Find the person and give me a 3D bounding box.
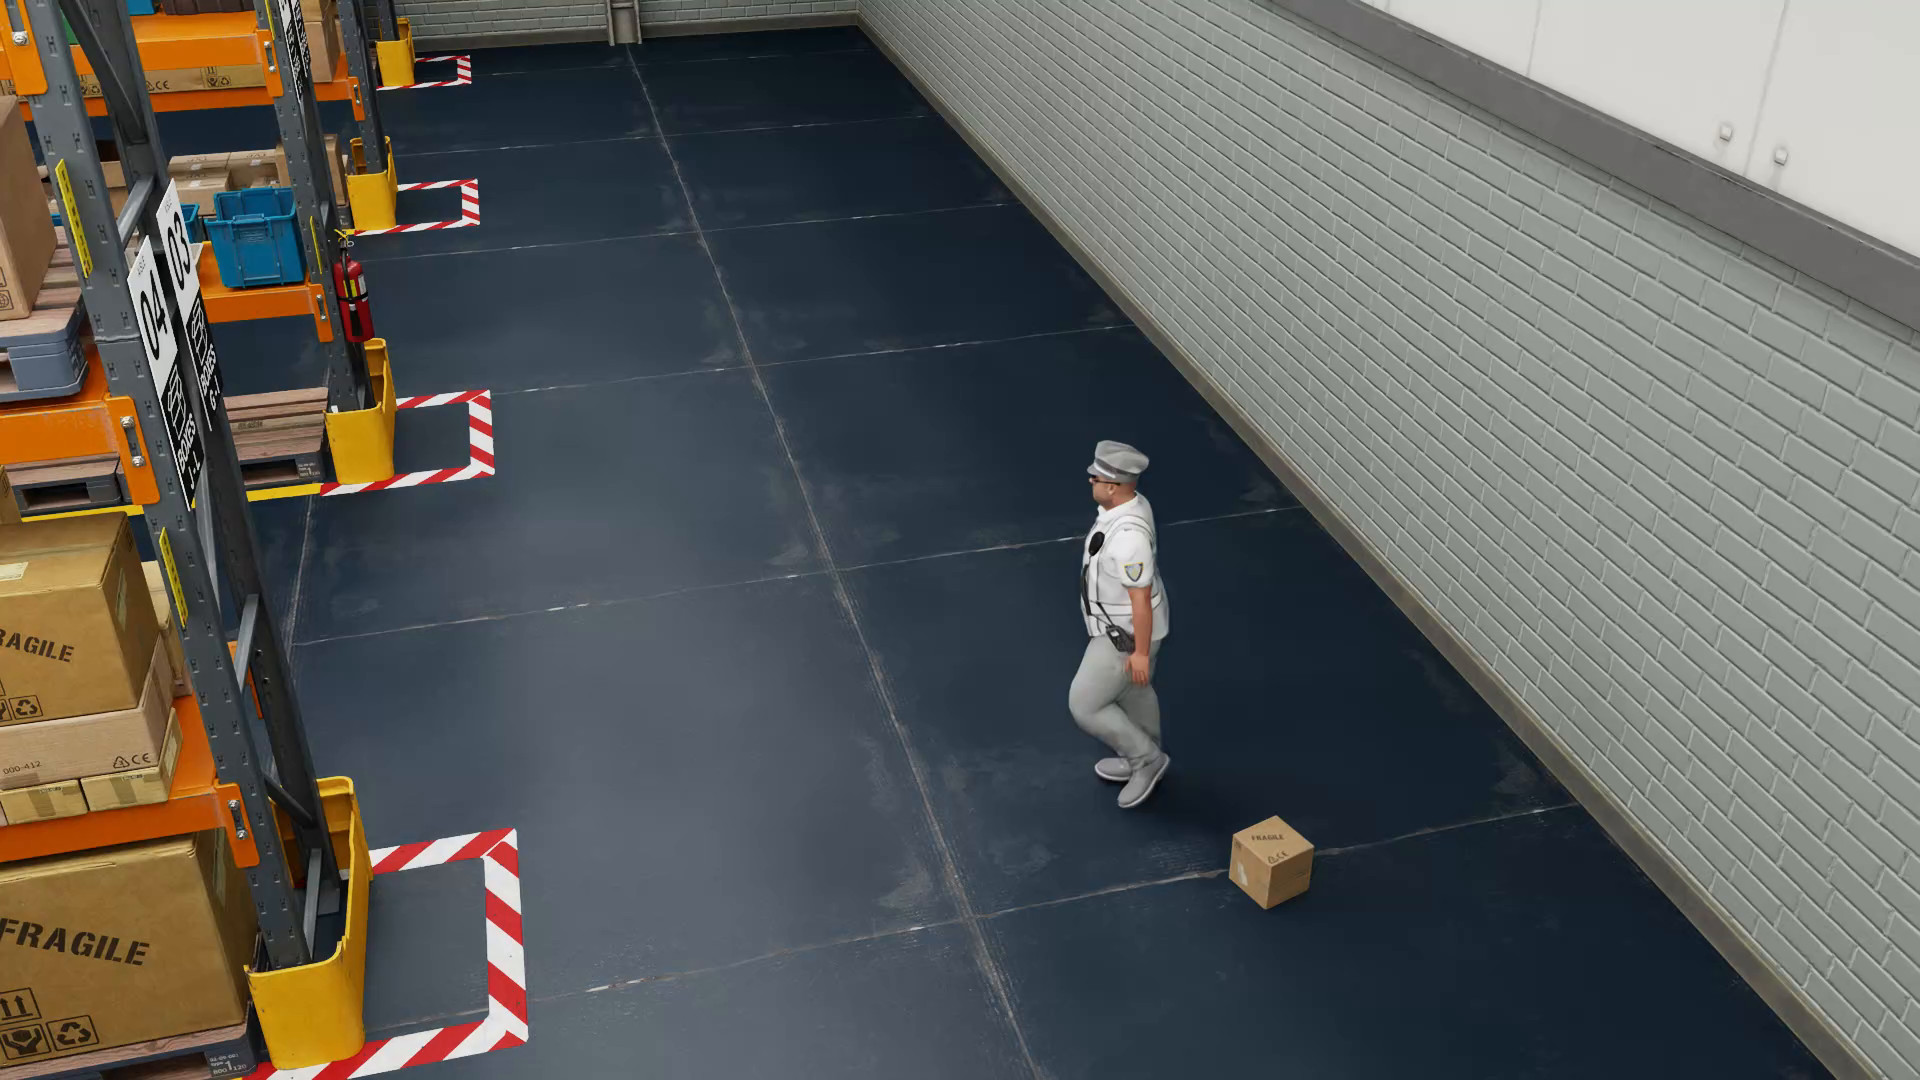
[{"bbox_3d":[0.759,0.384,7.531,0.484,1.748,0.596,4,30,7],"label":"person"}]
